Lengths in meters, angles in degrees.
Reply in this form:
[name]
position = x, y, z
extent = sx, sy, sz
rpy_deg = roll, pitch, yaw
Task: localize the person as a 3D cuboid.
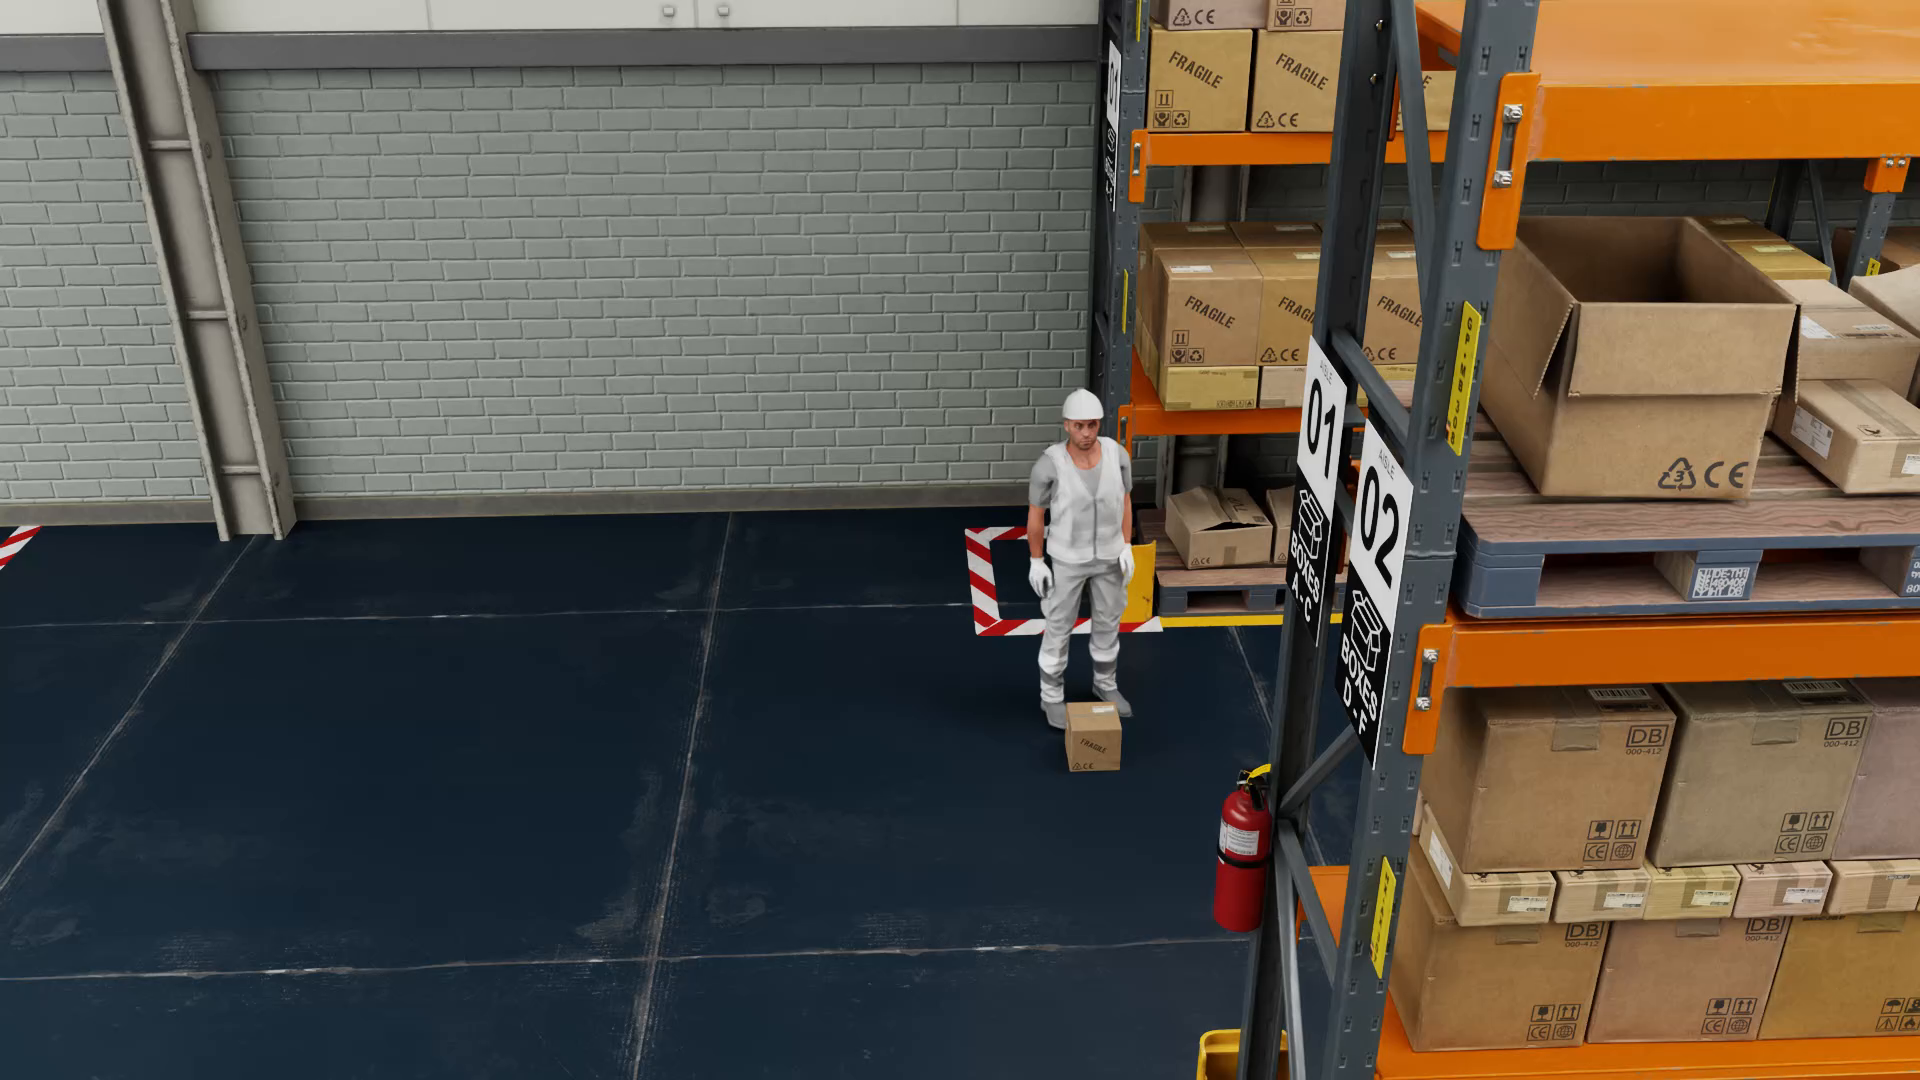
[person]
position = 0.622, 0.110, 8.364
extent = 0.566, 1.816, 0.381
rpy_deg = -7, 28, -13
